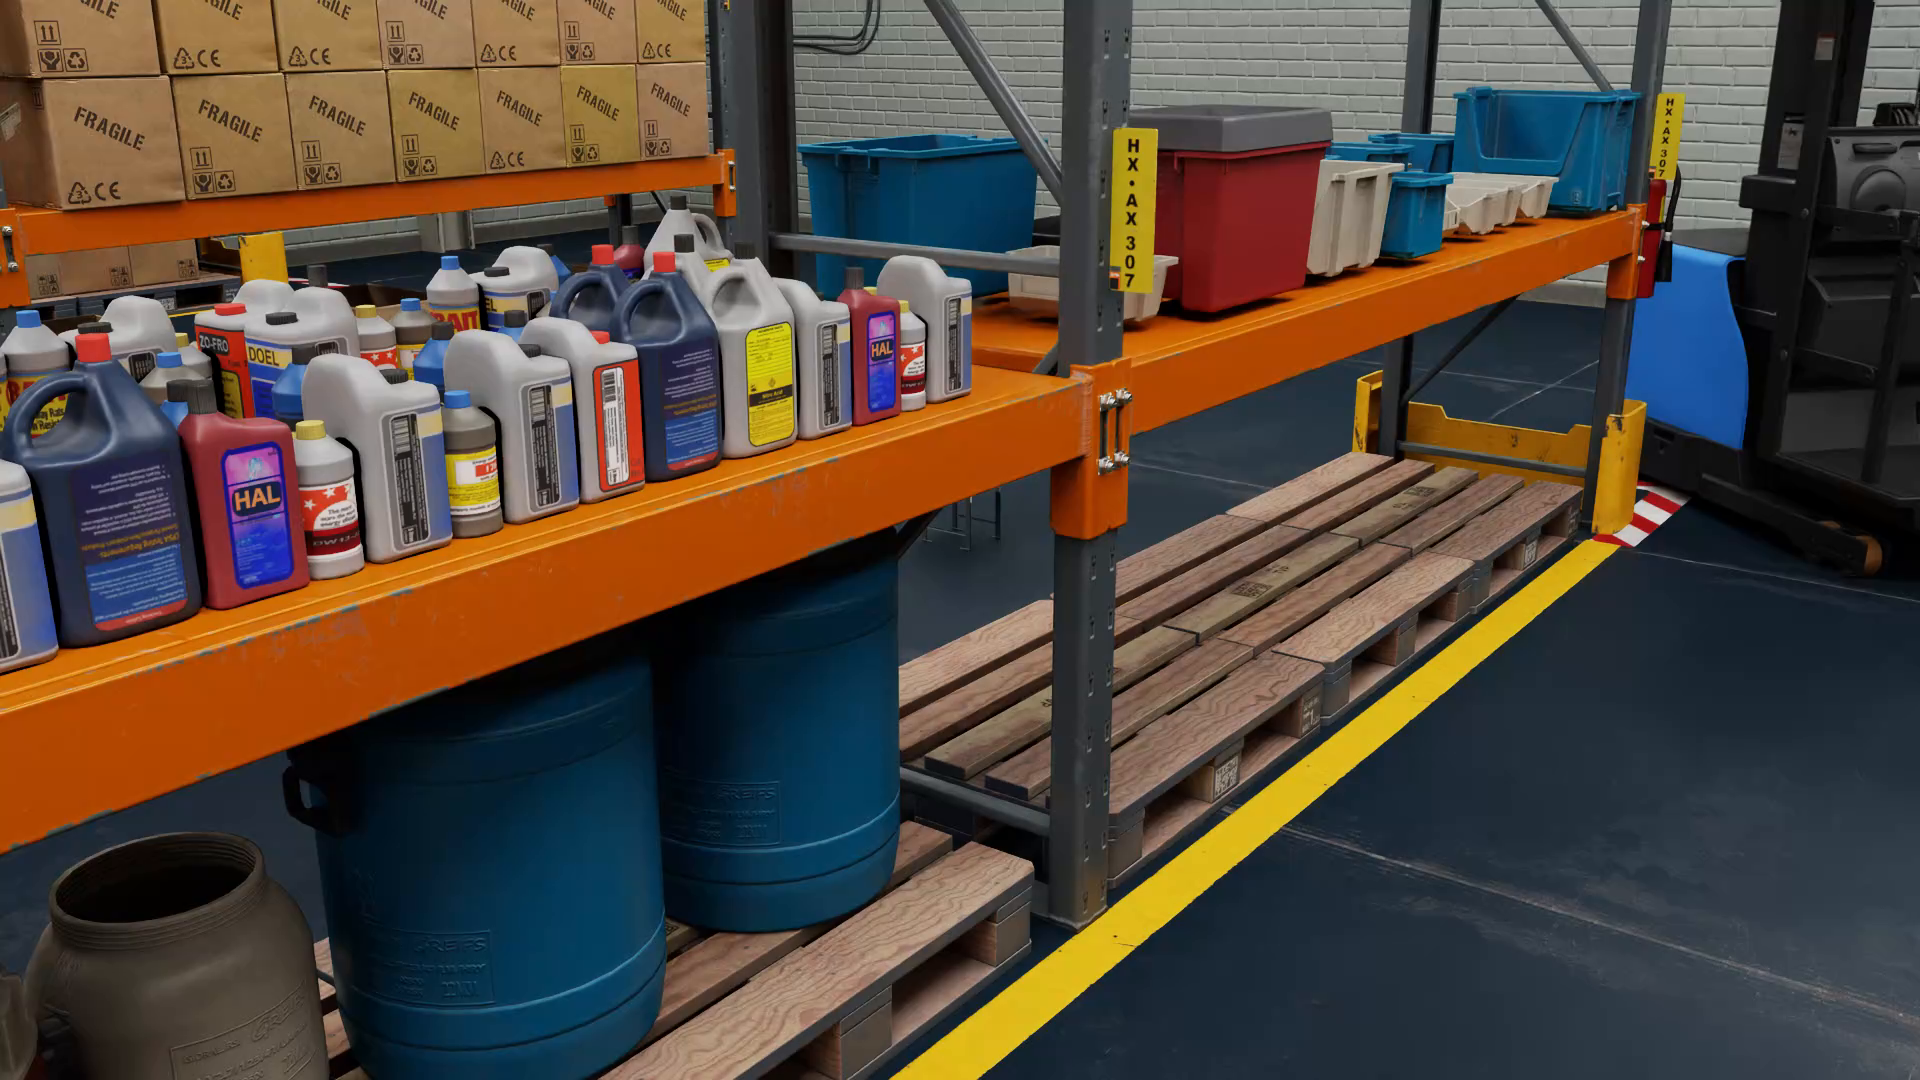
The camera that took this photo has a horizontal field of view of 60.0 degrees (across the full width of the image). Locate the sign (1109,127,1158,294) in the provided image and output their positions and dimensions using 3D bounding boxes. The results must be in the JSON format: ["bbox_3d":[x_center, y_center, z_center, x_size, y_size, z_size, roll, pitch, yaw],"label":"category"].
[{"bbox_3d":[0.349,-0.664,3.357,0.100,0.325,0.005,12,21,35],"label":"sign"}]

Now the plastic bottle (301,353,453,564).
[{"bbox_3d":[-0.803,-0.125,2.297,0.152,0.276,0.135,12,21,35],"label":"plastic bottle"}]

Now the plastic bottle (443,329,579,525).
[{"bbox_3d":[-0.665,-0.180,2.475,0.152,0.276,0.135,12,21,35],"label":"plastic bottle"}]

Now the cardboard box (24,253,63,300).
[{"bbox_3d":[-6.598,-1.916,11.363,0.700,0.500,0.500,12,21,33],"label":"cardboard box"}]

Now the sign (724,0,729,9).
[{"bbox_3d":[-1.250,-3.059,9.052,0.100,0.325,0.005,12,21,35],"label":"sign"}]

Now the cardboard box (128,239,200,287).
[{"bbox_3d":[-6.001,-2.155,12.133,0.700,0.500,0.500,12,21,35],"label":"cardboard box"}]

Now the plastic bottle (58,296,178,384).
[{"bbox_3d":[-1.363,-0.251,2.705,0.152,0.276,0.135,12,21,35],"label":"plastic bottle"}]

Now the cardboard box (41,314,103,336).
[{"bbox_3d":[-3.955,-0.708,7.438,0.500,0.500,0.500,12,21,35],"label":"cardboard box"}]

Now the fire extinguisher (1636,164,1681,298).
[{"bbox_3d":[2.747,-1.323,6.705,0.296,0.674,0.183,12,21,35],"label":"fire extinguisher"}]

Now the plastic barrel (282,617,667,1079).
[{"bbox_3d":[-0.851,0.467,3.011,0.600,0.901,0.708,12,21,35],"label":"plastic barrel"}]

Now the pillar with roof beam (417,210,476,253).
[{"bbox_3d":[-1.293,-6.233,11.642,9.100,9.000,0.400,12,21,35],"label":"pillar with roof beam"}]

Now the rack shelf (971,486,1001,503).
[{"bbox_3d":[0.005,-0.228,6.680,0.258,0.077,0.200,12,21,35],"label":"rack shelf"}]

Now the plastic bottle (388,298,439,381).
[{"bbox_3d":[-1.040,-0.359,3.175,0.097,0.201,0.097,0,17,0],"label":"plastic bottle"}]

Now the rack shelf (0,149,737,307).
[{"bbox_3d":[-2.875,-1.638,8.175,1.077,0.370,4.000,12,21,35],"label":"rack shelf"}]

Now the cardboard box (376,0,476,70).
[{"bbox_3d":[-2.640,-2.462,7.759,0.500,0.500,0.500,13,22,36],"label":"cardboard box"}]

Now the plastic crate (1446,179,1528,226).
[{"bbox_3d":[1.767,-1.192,5.868,0.396,0.136,0.243,12,21,35],"label":"plastic crate"}]

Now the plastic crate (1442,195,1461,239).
[{"bbox_3d":[1.460,-1.048,5.403,0.298,0.136,0.250,12,21,35],"label":"plastic crate"}]

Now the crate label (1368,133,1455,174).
[{"bbox_3d":[1.881,-1.530,6.795,0.416,0.233,0.303,12,21,35],"label":"crate label"}]

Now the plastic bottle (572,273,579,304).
[{"bbox_3d":[-0.786,-0.460,3.503,0.097,0.201,0.097,0,17,0],"label":"plastic bottle"}]

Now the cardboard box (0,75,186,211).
[{"bbox_3d":[-3.545,-1.627,6.755,0.500,0.500,0.500,13,22,36],"label":"cardboard box"}]

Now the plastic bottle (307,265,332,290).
[{"bbox_3d":[-1.181,-0.350,3.010,0.061,0.283,0.133,12,21,35],"label":"plastic bottle"}]

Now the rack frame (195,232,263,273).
[{"bbox_3d":[-5.664,-3.333,12.418,1.000,3.000,0.127,12,21,35],"label":"rack frame"}]

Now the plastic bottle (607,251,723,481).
[{"bbox_3d":[-0.486,-0.285,2.687,0.144,0.351,0.185,12,21,35],"label":"plastic bottle"}]

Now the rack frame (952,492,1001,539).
[{"bbox_3d":[0.065,-0.456,6.695,0.240,0.900,0.006,12,21,35],"label":"rack frame"}]

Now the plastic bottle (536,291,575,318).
[{"bbox_3d":[-0.780,-0.387,3.267,0.097,0.201,0.097,0,17,0],"label":"plastic bottle"}]

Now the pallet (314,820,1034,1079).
[{"bbox_3d":[-0.584,0.879,3.558,1.003,0.211,1.213,12,21,35],"label":"pallet"}]

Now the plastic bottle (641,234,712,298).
[{"bbox_3d":[-0.492,-0.355,2.911,0.144,0.351,0.185,12,21,35],"label":"plastic bottle"}]

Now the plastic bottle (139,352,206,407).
[{"bbox_3d":[-1.252,-0.198,2.659,0.097,0.201,0.097,0,17,0],"label":"plastic bottle"}]

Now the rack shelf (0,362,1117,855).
[{"bbox_3d":[-1.283,0.190,2.286,1.077,0.370,4.000,12,21,35],"label":"rack shelf"}]

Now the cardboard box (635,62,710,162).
[{"bbox_3d":[-1.732,-2.351,9.089,0.500,0.500,0.500,13,22,36],"label":"cardboard box"}]

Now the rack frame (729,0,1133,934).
[{"bbox_3d":[-0.091,-0.629,3.713,1.000,3.000,0.127,12,21,35],"label":"rack frame"}]

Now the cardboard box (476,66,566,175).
[{"bbox_3d":[-2.340,-2.109,8.309,0.500,0.500,0.500,13,21,35],"label":"cardboard box"}]

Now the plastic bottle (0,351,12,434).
[{"bbox_3d":[-1.512,-0.203,2.558,0.097,0.271,0.097,0,17,0],"label":"plastic bottle"}]

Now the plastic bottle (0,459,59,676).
[{"bbox_3d":[-1.131,0.006,1.875,0.152,0.276,0.135,12,21,35],"label":"plastic bottle"}]

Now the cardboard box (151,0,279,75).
[{"bbox_3d":[-3.253,-2.216,6.968,0.500,0.500,0.500,12,21,33],"label":"cardboard box"}]

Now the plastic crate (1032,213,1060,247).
[{"bbox_3d":[0.360,-0.841,4.756,0.437,0.125,0.590,12,21,35],"label":"plastic crate"}]

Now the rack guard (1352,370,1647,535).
[{"bbox_3d":[2.296,-0.396,7.177,1.175,0.500,0.348,12,21,35],"label":"rack guard"}]

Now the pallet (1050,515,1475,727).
[{"bbox_3d":[1.042,0.228,5.652,1.003,0.211,1.213,12,21,35],"label":"pallet"}]

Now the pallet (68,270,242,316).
[{"bbox_3d":[-6.078,-1.797,12.174,1.003,0.211,1.213,12,21,35],"label":"pallet"}]

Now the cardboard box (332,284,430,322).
[{"bbox_3d":[-2.952,-0.972,8.283,0.797,0.503,0.637,12,21,35],"label":"cardboard box"}]

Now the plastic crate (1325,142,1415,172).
[{"bbox_3d":[1.488,-1.373,6.290,0.416,0.233,0.300,12,21,35],"label":"plastic crate"}]

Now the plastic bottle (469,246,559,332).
[{"bbox_3d":[-0.891,-0.440,3.312,0.152,0.276,0.135,12,21,35],"label":"plastic bottle"}]

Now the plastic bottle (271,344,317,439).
[{"bbox_3d":[-0.914,-0.140,2.354,0.097,0.271,0.097,0,17,0],"label":"plastic bottle"}]

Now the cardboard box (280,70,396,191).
[{"bbox_3d":[-2.942,-1.868,7.532,0.500,0.500,0.500,12,21,34],"label":"cardboard box"}]

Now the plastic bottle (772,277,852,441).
[{"bbox_3d":[-0.284,-0.332,2.965,0.152,0.276,0.135,12,21,35],"label":"plastic bottle"}]

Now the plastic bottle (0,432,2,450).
[{"bbox_3d":[-1.235,-0.062,1.967,0.144,0.351,0.185,12,21,35],"label":"plastic bottle"}]

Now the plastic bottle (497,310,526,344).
[{"bbox_3d":[-0.696,-0.227,2.635,0.097,0.271,0.097,0,17,0],"label":"plastic bottle"}]

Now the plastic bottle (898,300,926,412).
[{"bbox_3d":[-0.114,-0.351,3.151,0.097,0.201,0.097,0,17,0],"label":"plastic bottle"}]

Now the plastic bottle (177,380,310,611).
[{"bbox_3d":[-0.904,-0.065,2.092,0.061,0.283,0.133,12,21,35],"label":"plastic bottle"}]

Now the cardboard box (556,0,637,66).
[{"bbox_3d":[-2.028,-2.708,8.553,0.500,0.500,0.500,13,22,36],"label":"cardboard box"}]

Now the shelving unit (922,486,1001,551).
[{"bbox_3d":[0.005,-0.432,6.617,0.258,0.900,0.210,12,21,35],"label":"shelving unit"}]

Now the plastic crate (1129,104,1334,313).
[{"bbox_3d":[0.642,-0.857,4.236,0.402,0.464,0.583,12,21,35],"label":"plastic crate"}]

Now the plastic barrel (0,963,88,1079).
[{"bbox_3d":[-1.524,0.886,2.191,0.600,0.588,0.708,12,21,35],"label":"plastic barrel"}]

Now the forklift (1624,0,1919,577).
[{"bbox_3d":[3.825,-1.377,6.237,1.130,2.935,3.031,-4,18,-12],"label":"forklift"}]

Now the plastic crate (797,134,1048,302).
[{"bbox_3d":[-0.087,-0.822,4.258,0.392,0.384,0.575,12,21,35],"label":"plastic crate"}]
